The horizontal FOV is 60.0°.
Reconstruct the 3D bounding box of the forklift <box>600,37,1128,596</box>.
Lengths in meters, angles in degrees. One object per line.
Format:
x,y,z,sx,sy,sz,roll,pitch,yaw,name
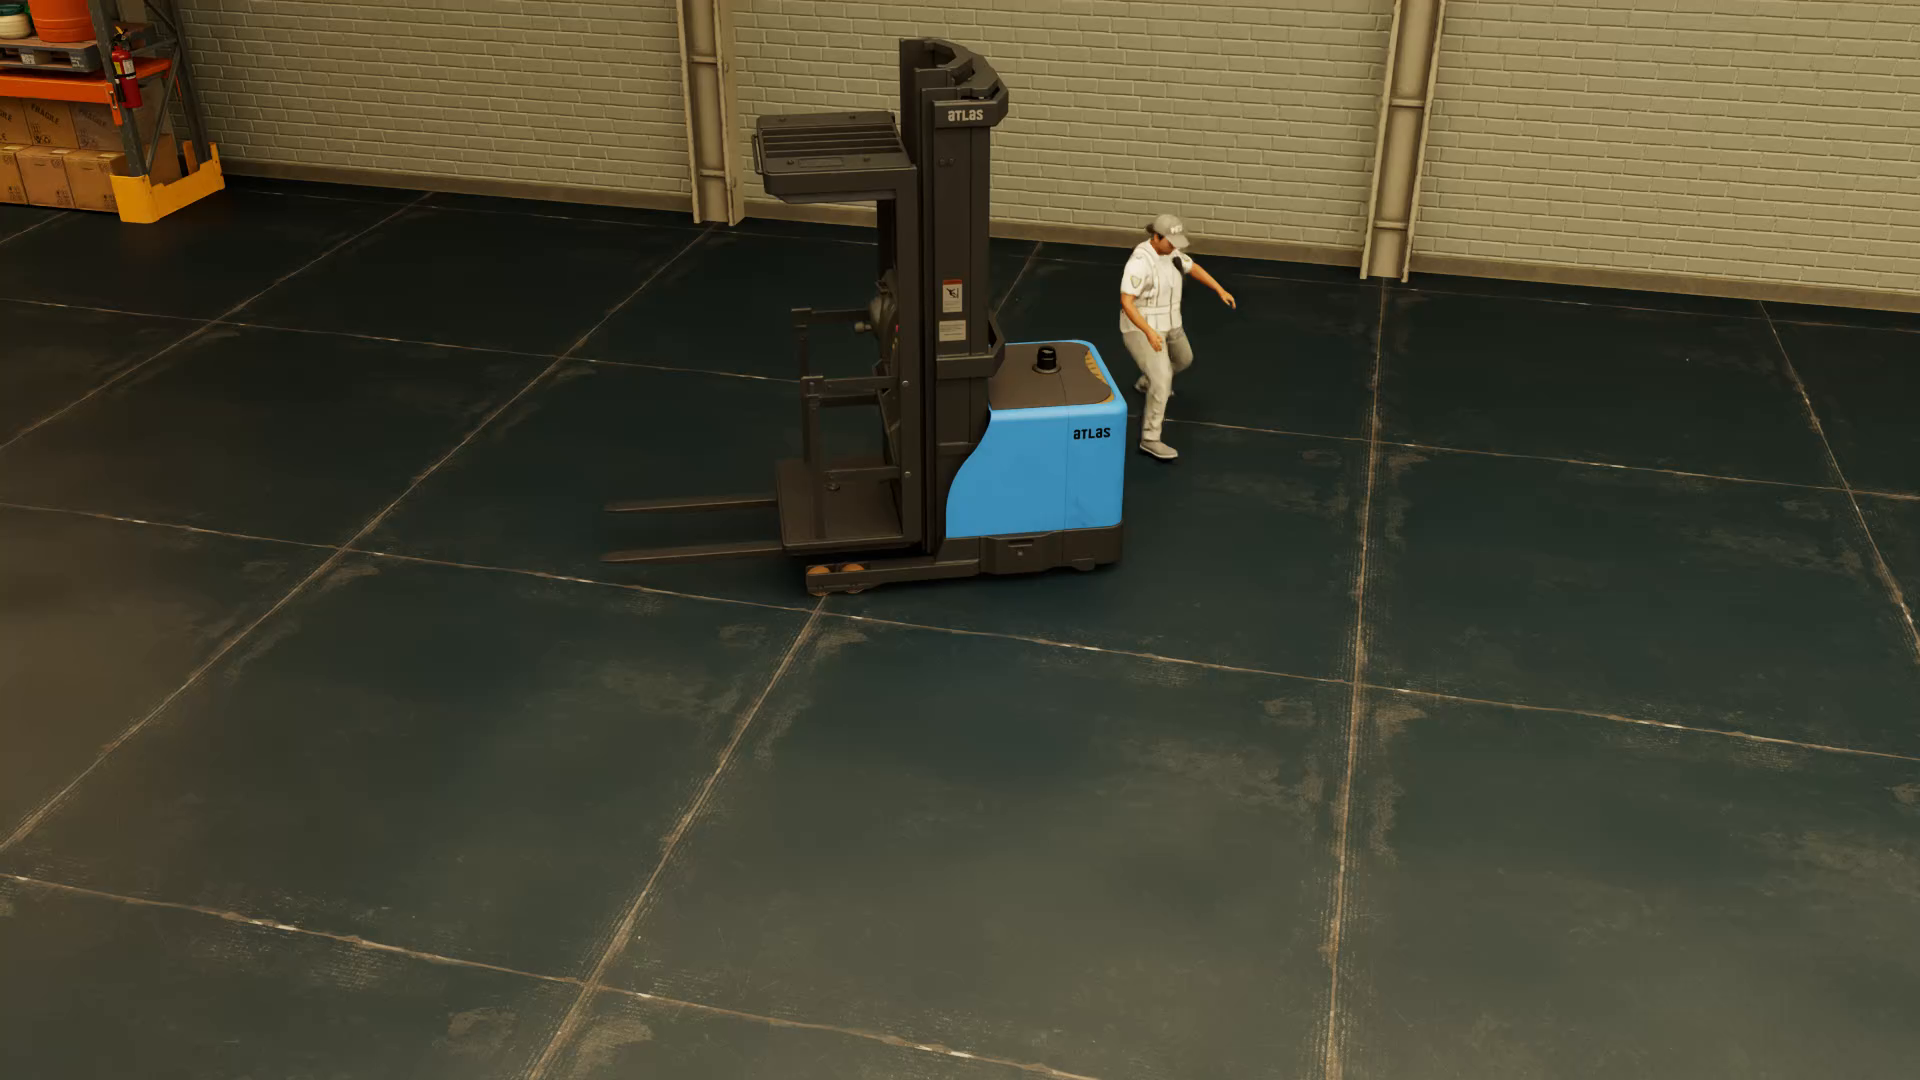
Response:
-0.602,-1.232,9.345,3.031,2.935,1.130,-4,30,-7,forklift

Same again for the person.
1.392,-1.444,11.224,0.910,1.519,0.976,24,38,36,person
